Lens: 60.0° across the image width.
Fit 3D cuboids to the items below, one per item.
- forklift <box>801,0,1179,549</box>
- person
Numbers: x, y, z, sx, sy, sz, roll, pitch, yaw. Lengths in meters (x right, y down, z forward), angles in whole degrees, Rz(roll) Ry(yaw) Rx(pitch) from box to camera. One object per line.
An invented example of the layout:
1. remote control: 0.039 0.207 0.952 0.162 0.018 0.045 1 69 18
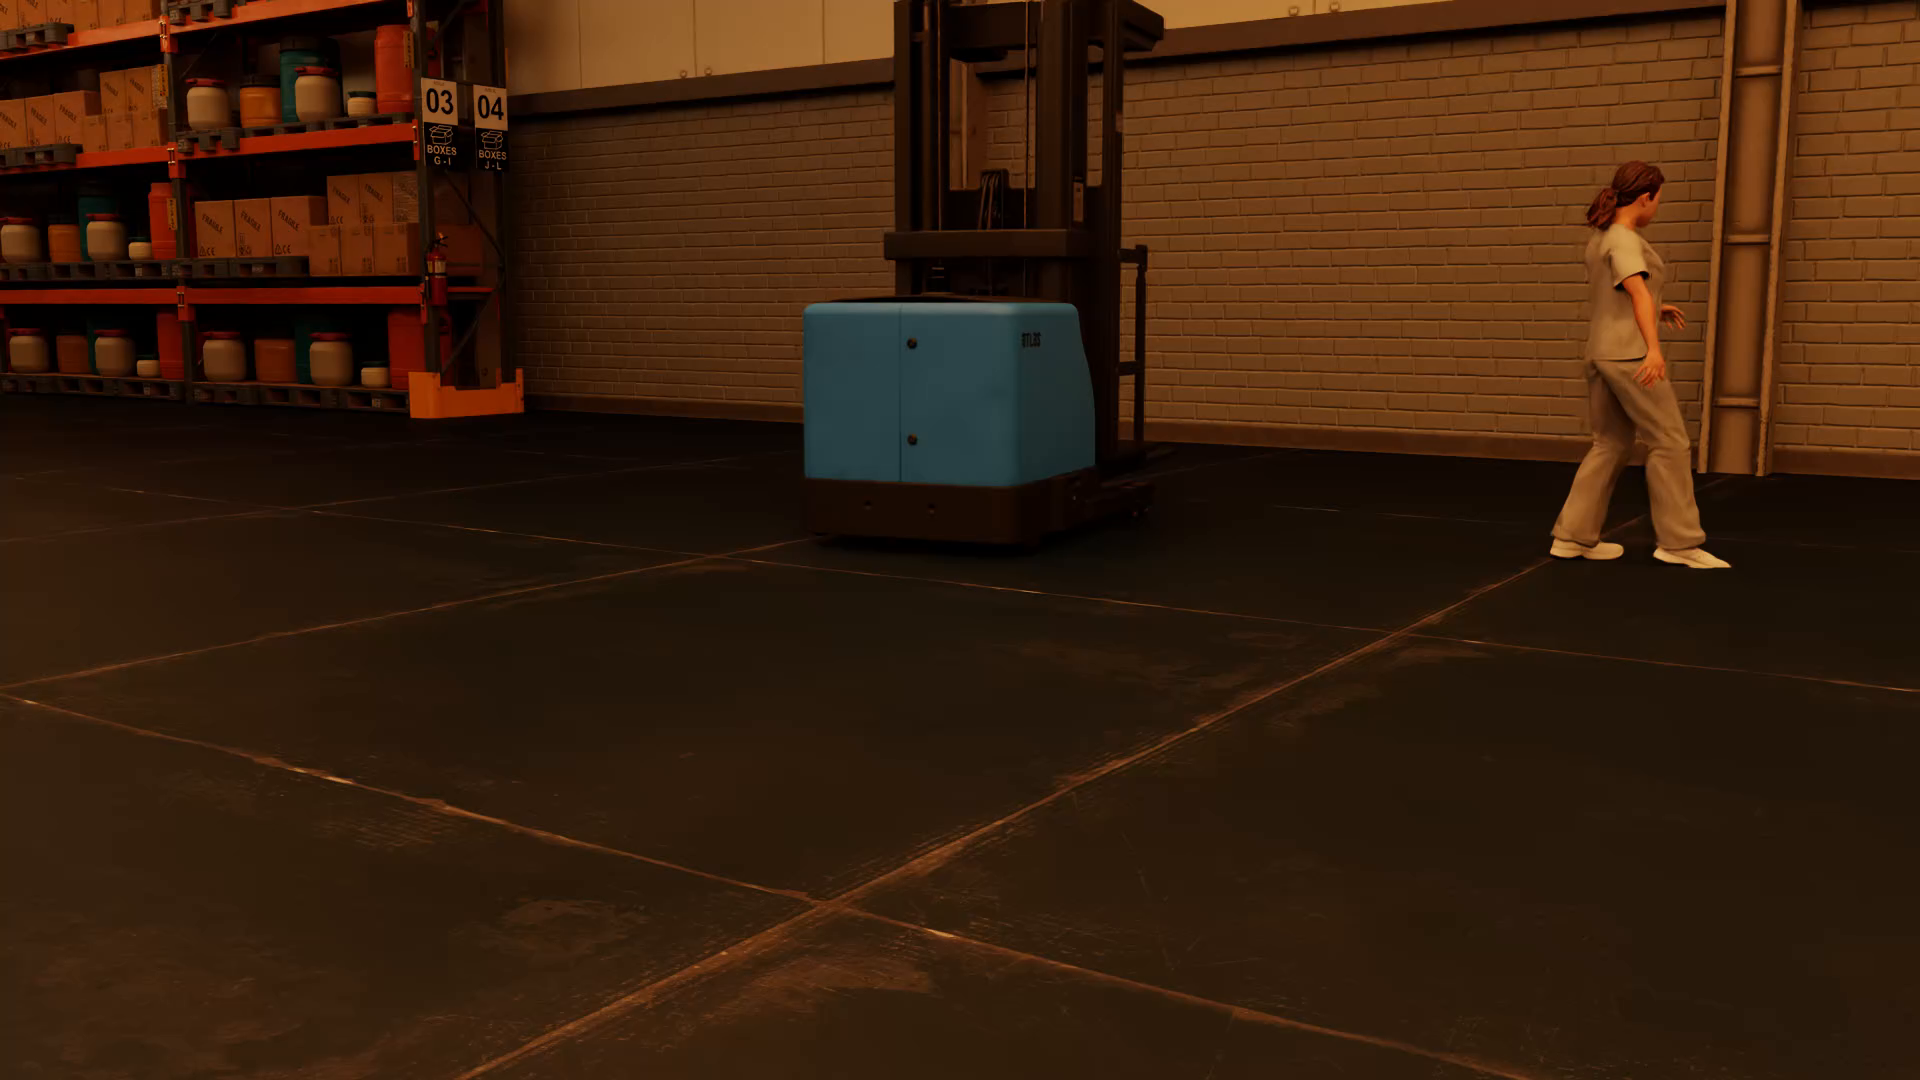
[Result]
1. forklift: 0.356 -1.582 8.316 1.130 2.935 3.031 4 9 24
2. person: 2.837 -0.707 6.837 0.680 1.679 0.888 1 8 4
